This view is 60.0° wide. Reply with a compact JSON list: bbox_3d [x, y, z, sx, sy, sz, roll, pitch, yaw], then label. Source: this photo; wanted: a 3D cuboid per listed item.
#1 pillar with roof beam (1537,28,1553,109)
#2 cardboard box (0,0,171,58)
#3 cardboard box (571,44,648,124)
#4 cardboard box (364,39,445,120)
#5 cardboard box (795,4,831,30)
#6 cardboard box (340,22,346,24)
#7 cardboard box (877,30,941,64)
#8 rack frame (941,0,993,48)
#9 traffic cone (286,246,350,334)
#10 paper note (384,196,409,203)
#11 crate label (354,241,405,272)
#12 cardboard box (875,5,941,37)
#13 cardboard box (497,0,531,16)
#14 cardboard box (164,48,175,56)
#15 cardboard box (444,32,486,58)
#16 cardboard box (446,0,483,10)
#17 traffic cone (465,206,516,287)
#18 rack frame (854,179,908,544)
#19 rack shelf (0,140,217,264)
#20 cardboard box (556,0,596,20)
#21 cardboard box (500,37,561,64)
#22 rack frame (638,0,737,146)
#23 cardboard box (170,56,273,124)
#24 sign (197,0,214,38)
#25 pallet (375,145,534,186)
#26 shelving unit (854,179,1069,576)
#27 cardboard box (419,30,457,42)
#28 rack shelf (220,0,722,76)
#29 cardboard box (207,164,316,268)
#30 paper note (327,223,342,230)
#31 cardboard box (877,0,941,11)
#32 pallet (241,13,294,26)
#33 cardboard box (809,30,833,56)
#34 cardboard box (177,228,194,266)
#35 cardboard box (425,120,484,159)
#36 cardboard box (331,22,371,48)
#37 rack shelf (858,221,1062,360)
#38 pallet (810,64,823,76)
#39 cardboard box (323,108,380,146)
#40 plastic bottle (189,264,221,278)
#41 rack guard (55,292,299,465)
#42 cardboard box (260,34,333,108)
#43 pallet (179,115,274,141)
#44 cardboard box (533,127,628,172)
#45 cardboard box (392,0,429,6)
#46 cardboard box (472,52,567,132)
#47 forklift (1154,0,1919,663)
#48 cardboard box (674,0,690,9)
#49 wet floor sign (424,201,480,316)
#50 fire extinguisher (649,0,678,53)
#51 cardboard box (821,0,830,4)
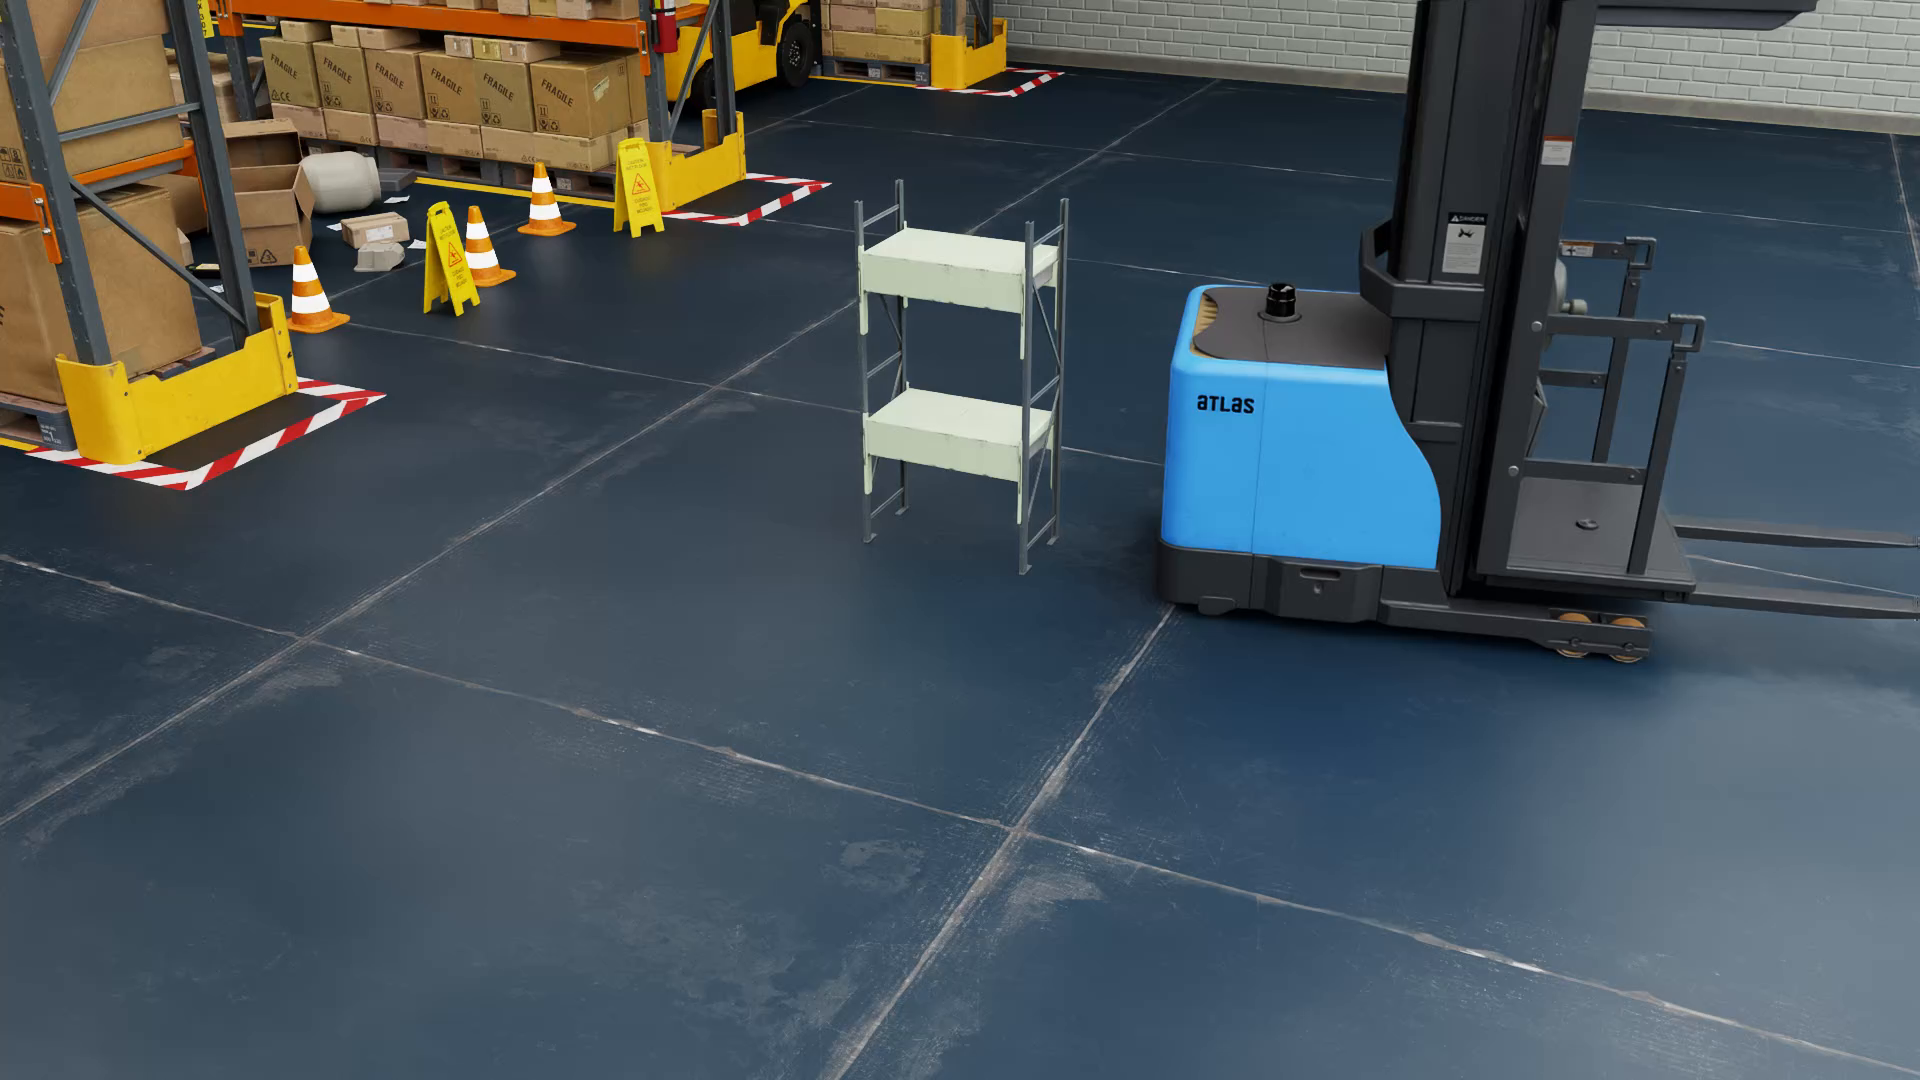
[{"bbox_3d":[3.492,-6.324,9.907,0.400,9.000,9.100,11,28,22],"label":"pillar with roof beam"},{"bbox_3d":[-4.257,-2.601,7.744,0.550,0.550,0.875,11,28,22],"label":"cardboard box"},{"bbox_3d":[-2.620,-3.528,12.809,0.500,0.500,0.500,10,28,20],"label":"cardboard box"},{"bbox_3d":[-4.231,-3.592,12.938,0.500,0.500,0.500,13,29,24],"label":"cardboard box"},{"bbox_3d":[-1.430,-5.295,16.680,0.500,0.250,0.500,11,28,21],"label":"cardboard box"},{"bbox_3d":[-4.970,-3.996,13.760,0.500,0.500,0.500,11,28,21],"label":"cardboard box"},{"bbox_3d":[-0.485,-4.884,16.412,0.500,0.250,0.500,12,28,22],"label":"cardboard box"},{"bbox_3d":[0.073,-5.971,15.981,0.127,3.000,1.000,11,28,22],"label":"rack frame"},{"bbox_3d":[-3.831,-1.495,9.763,0.334,0.463,0.336,11,28,22],"label":"traffic cone"},{"bbox_3d":[-4.187,-2.535,12.365,0.148,0.019,0.142,2,26,4],"label":"paper note"},{"bbox_3d":[-3.795,-1.860,10.873,0.298,0.136,0.250,-2,26,-5],"label":"crate label"},{"bbox_3d":[-0.499,-5.113,16.311,0.500,0.250,0.500,11,28,21],"label":"cardboard box"},{"bbox_3d":[-3.155,-3.936,12.133,0.250,0.149,0.380,12,29,23],"label":"cardboard box"},{"bbox_3d":[-7.387,-4.066,14.613,0.625,0.372,0.950,12,29,23],"label":"cardboard box"},{"bbox_3d":[-3.644,-3.734,12.493,0.250,0.149,0.380,13,29,24],"label":"cardboard box"},{"bbox_3d":[-3.600,-4.050,12.364,0.250,0.149,0.380,11,28,21],"label":"cardboard box"},{"bbox_3d":[-3.054,-1.887,10.560,0.334,0.463,0.336,11,28,22],"label":"traffic cone"},{"bbox_3d":[-0.327,-0.739,7.052,0.023,1.500,0.400,11,28,22],"label":"rack frame"},{"bbox_3d":[-5.756,-2.008,8.748,4.000,0.370,1.077,11,28,22],"label":"rack shelf"},{"bbox_3d":[-2.684,-3.846,11.949,0.250,0.149,0.380,11,28,21],"label":"cardboard box"},{"bbox_3d":[-3.177,-3.638,12.298,0.250,0.149,0.380,12,29,23],"label":"cardboard box"},{"bbox_3d":[-1.978,-3.974,11.926,0.127,3.000,1.000,11,28,22],"label":"rack frame"},{"bbox_3d":[-6.098,-3.810,14.092,0.625,0.372,0.950,12,29,22],"label":"cardboard box"},{"bbox_3d":[-3.700,-2.611,8.088,0.005,0.325,0.100,11,28,22],"label":"sign"},{"bbox_3d":[-3.879,-3.123,13.355,1.213,0.211,1.003,11,28,22],"label":"pallet"},{"bbox_3d":[0.006,-0.672,6.916,0.755,1.500,0.431,11,28,22],"label":"shelving unit"},{"bbox_3d":[-4.041,-3.811,13.384,0.500,0.500,0.500,13,29,24],"label":"cardboard box"},{"bbox_3d":[-3.799,-4.017,12.828,4.000,0.370,1.077,11,28,22],"label":"rack shelf"},{"bbox_3d":[-4.625,-2.157,11.062,0.637,0.503,0.797,-7,27,-14],"label":"cardboard box"},{"bbox_3d":[-4.374,-2.225,11.748,0.142,0.019,0.148,23,35,39],"label":"paper note"},{"bbox_3d":[-0.475,-5.333,16.191,0.500,0.250,0.500,12,29,24],"label":"cardboard box"},{"bbox_3d":[-7.873,-6.334,19.876,1.213,0.211,1.003,11,28,22],"label":"pallet"},{"bbox_3d":[-1.386,-5.074,16.798,0.500,0.250,0.500,12,29,22],"label":"cardboard box"},{"bbox_3d":[-5.249,-1.896,10.801,0.258,0.266,0.396,17,31,31],"label":"cardboard box"},{"bbox_3d":[-3.772,-3.160,12.910,0.500,0.250,0.500,10,28,20],"label":"cardboard box"},{"bbox_3d":[-4.637,-3.931,12.893,0.250,0.149,0.380,13,29,24],"label":"cardboard box"},{"bbox_3d":[0.006,-1.022,6.744,0.720,0.370,0.431,11,28,22],"label":"rack shelf"},{"bbox_3d":[-1.747,-5.066,17.301,1.213,0.211,1.003,11,28,22],"label":"pallet"},{"bbox_3d":[-4.703,-3.351,13.297,0.500,0.250,0.500,13,29,25],"label":"cardboard box"},{"bbox_3d":[-4.834,-1.731,10.696,0.283,0.061,0.133,2,26,4],"label":"plastic bottle"},{"bbox_3d":[-3.913,-0.840,8.389,0.348,0.500,1.175,11,28,22],"label":"rack guard"},{"bbox_3d":[-5.194,-3.780,13.321,0.500,0.500,0.500,13,29,24],"label":"cardboard box"},{"bbox_3d":[-6.329,-3.596,14.315,1.213,0.211,1.003,11,28,22],"label":"pallet"},{"bbox_3d":[-2.847,-2.973,12.530,0.500,0.250,0.500,11,28,22],"label":"cardboard box"},{"bbox_3d":[-4.064,-4.134,12.535,0.250,0.149,0.380,11,28,22],"label":"cardboard box"},{"bbox_3d":[-3.292,-3.401,12.551,0.500,0.500,0.500,12,29,24],"label":"cardboard box"},{"bbox_3d":[2.350,-1.106,6.179,3.031,2.935,1.130,5,27,10],"label":"forklift"},{"bbox_3d":[-2.202,-4.007,12.277,0.250,0.149,0.380,11,28,22],"label":"cardboard box"},{"bbox_3d":[-3.089,-1.700,9.972,0.232,0.644,0.267,6,27,13],"label":"wet floor sign"},{"bbox_3d":[-2.065,-3.733,11.524,0.183,0.674,0.296,11,28,22],"label":"fire extinguisher"},{"bbox_3d":[-1.406,-5.512,16.555,0.500,0.250,0.500,12,29,22],"label":"cardboard box"}]
